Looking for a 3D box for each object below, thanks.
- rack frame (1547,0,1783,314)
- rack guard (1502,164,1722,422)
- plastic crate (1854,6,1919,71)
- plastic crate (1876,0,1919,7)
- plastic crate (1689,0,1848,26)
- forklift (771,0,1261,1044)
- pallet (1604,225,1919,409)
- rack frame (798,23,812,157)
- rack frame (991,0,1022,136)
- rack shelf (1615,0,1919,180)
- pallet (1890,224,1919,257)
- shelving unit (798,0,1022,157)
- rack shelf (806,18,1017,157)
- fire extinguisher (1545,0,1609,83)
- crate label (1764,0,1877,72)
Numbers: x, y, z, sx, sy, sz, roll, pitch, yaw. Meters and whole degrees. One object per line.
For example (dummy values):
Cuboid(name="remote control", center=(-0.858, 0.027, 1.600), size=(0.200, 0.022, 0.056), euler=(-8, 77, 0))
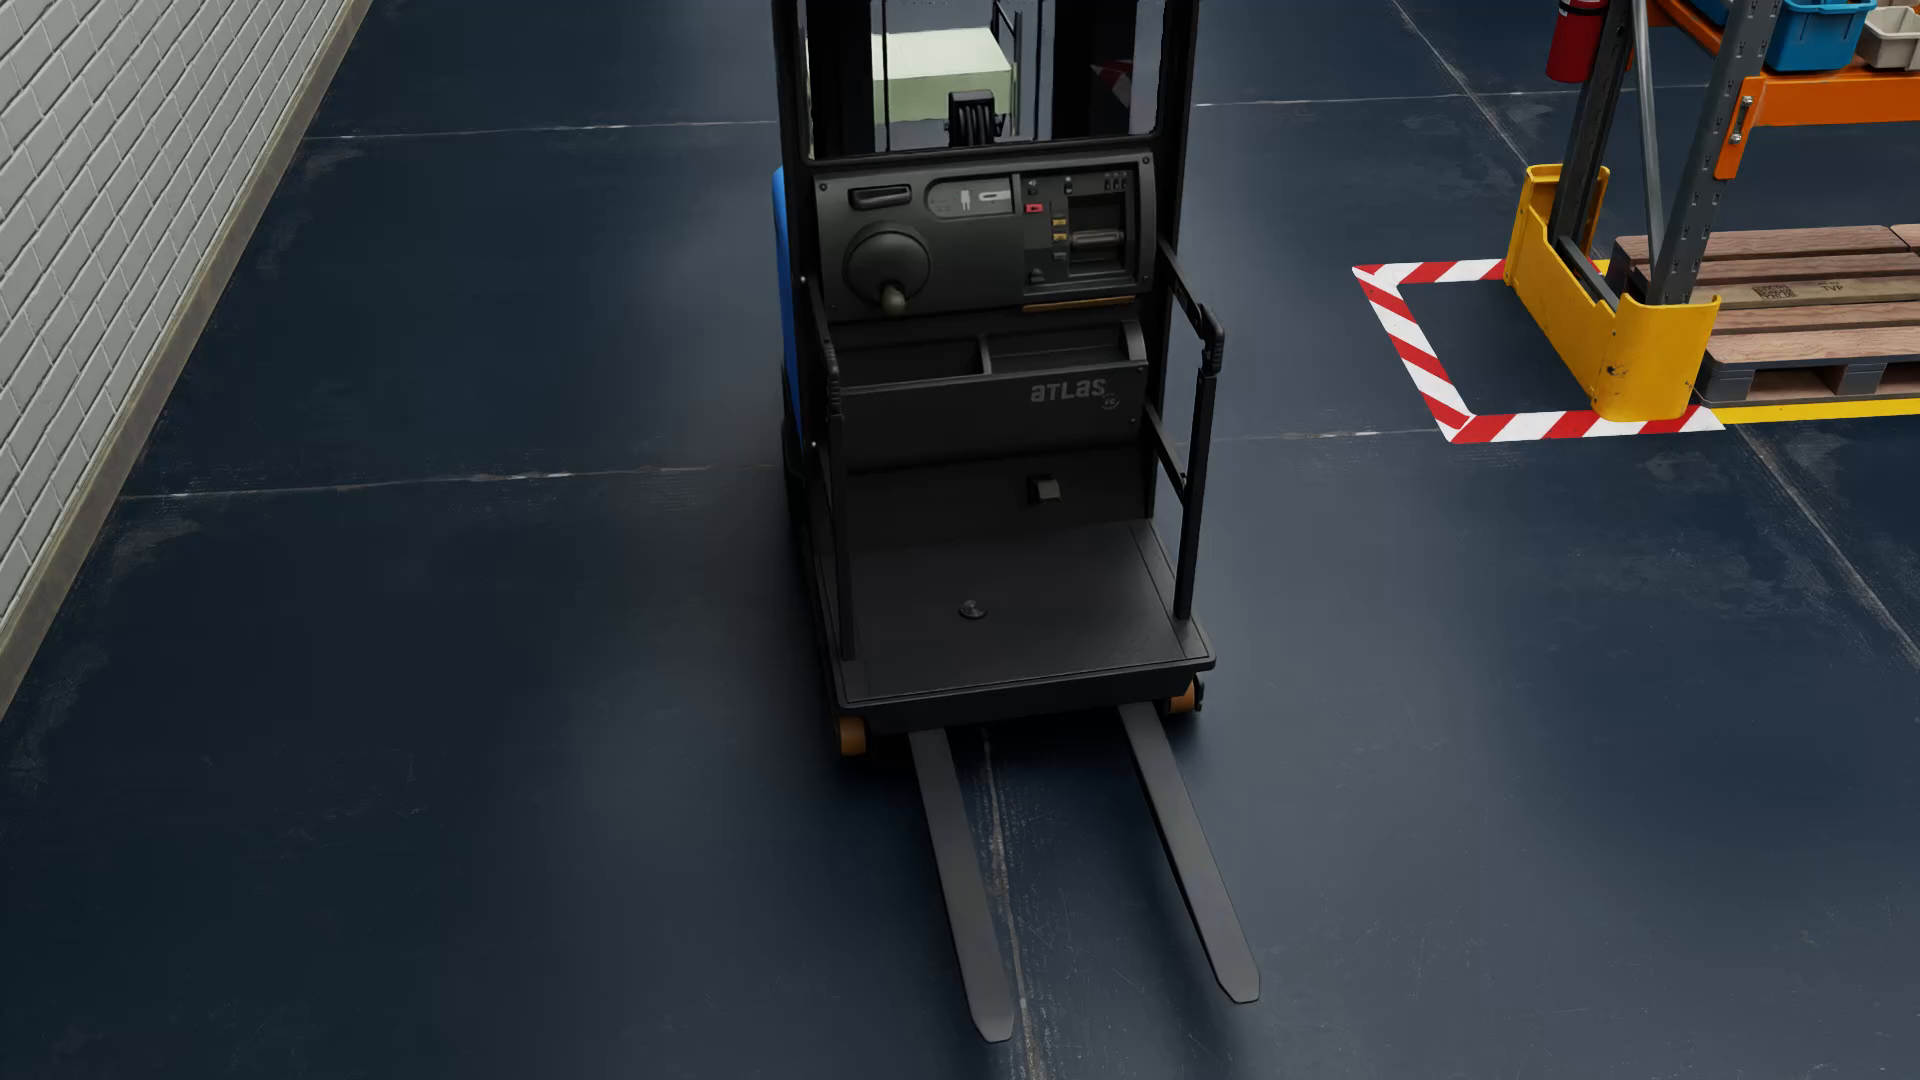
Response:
Cuboid(name="rack frame", center=(2.584, -2.000, 5.864), size=(0.127, 3.000, 1.000), euler=(-3, 38, -4))
Cuboid(name="rack guard", center=(2.561, -1.010, 6.626), size=(0.348, 0.500, 1.175), euler=(-3, 38, -4))
Cuboid(name="plastic crate", center=(3.186, -1.697, 5.644), size=(0.298, 0.136, 0.250), euler=(-3, 38, -4))
Cuboid(name="plastic crate", center=(3.380, -2.077, 6.125), size=(0.243, 0.136, 0.396), euler=(-3, 38, -4))
Cuboid(name="plastic crate", center=(2.901, -2.171, 6.004), size=(0.499, 0.435, 0.616), euler=(-3, 38, -4))
Cuboid(name="forklift", center=(0.117, -0.756, 4.342), size=(1.130, 2.935, 3.031), euler=(-7, 39, -8))
Cuboid(name="pallet", center=(3.409, -0.927, 6.755), size=(1.213, 0.211, 1.003), euler=(-3, 38, -4))
Cuboid(name="rack frame", center=(-0.558, -1.220, 6.086), size=(0.023, 1.500, 0.400), euler=(-7, 39, -9))
Cuboid(name="rack frame", center=(0.161, -1.307, 6.195), size=(0.023, 1.500, 0.400), euler=(-7, 39, -9))
Cuboid(name="rack shelf", center=(4.576, -1.828, 6.226), size=(4.000, 0.370, 1.077), euler=(-3, 38, -4))
Cuboid(name="pallet", center=(4.621, -0.992, 6.837), size=(1.213, 0.211, 1.003), euler=(-3, 38, -4))
Cuboid(name="shelving unit", center=(-0.198, -1.264, 6.141), size=(0.755, 1.500, 0.431), euler=(-7, 39, -9))
Cuboid(name="rack shelf", center=(-0.198, -1.570, 5.899), size=(0.720, 0.370, 0.431), euler=(-7, 39, -9))
Cuboid(name="fire extinguisher", center=(2.393, -2.096, 6.348), size=(0.183, 0.674, 0.296), euler=(-3, 38, -4))
Cuboid(name="crate label", center=(2.859, -1.769, 5.657), size=(0.303, 0.233, 0.416), euler=(-3, 38, -4))
